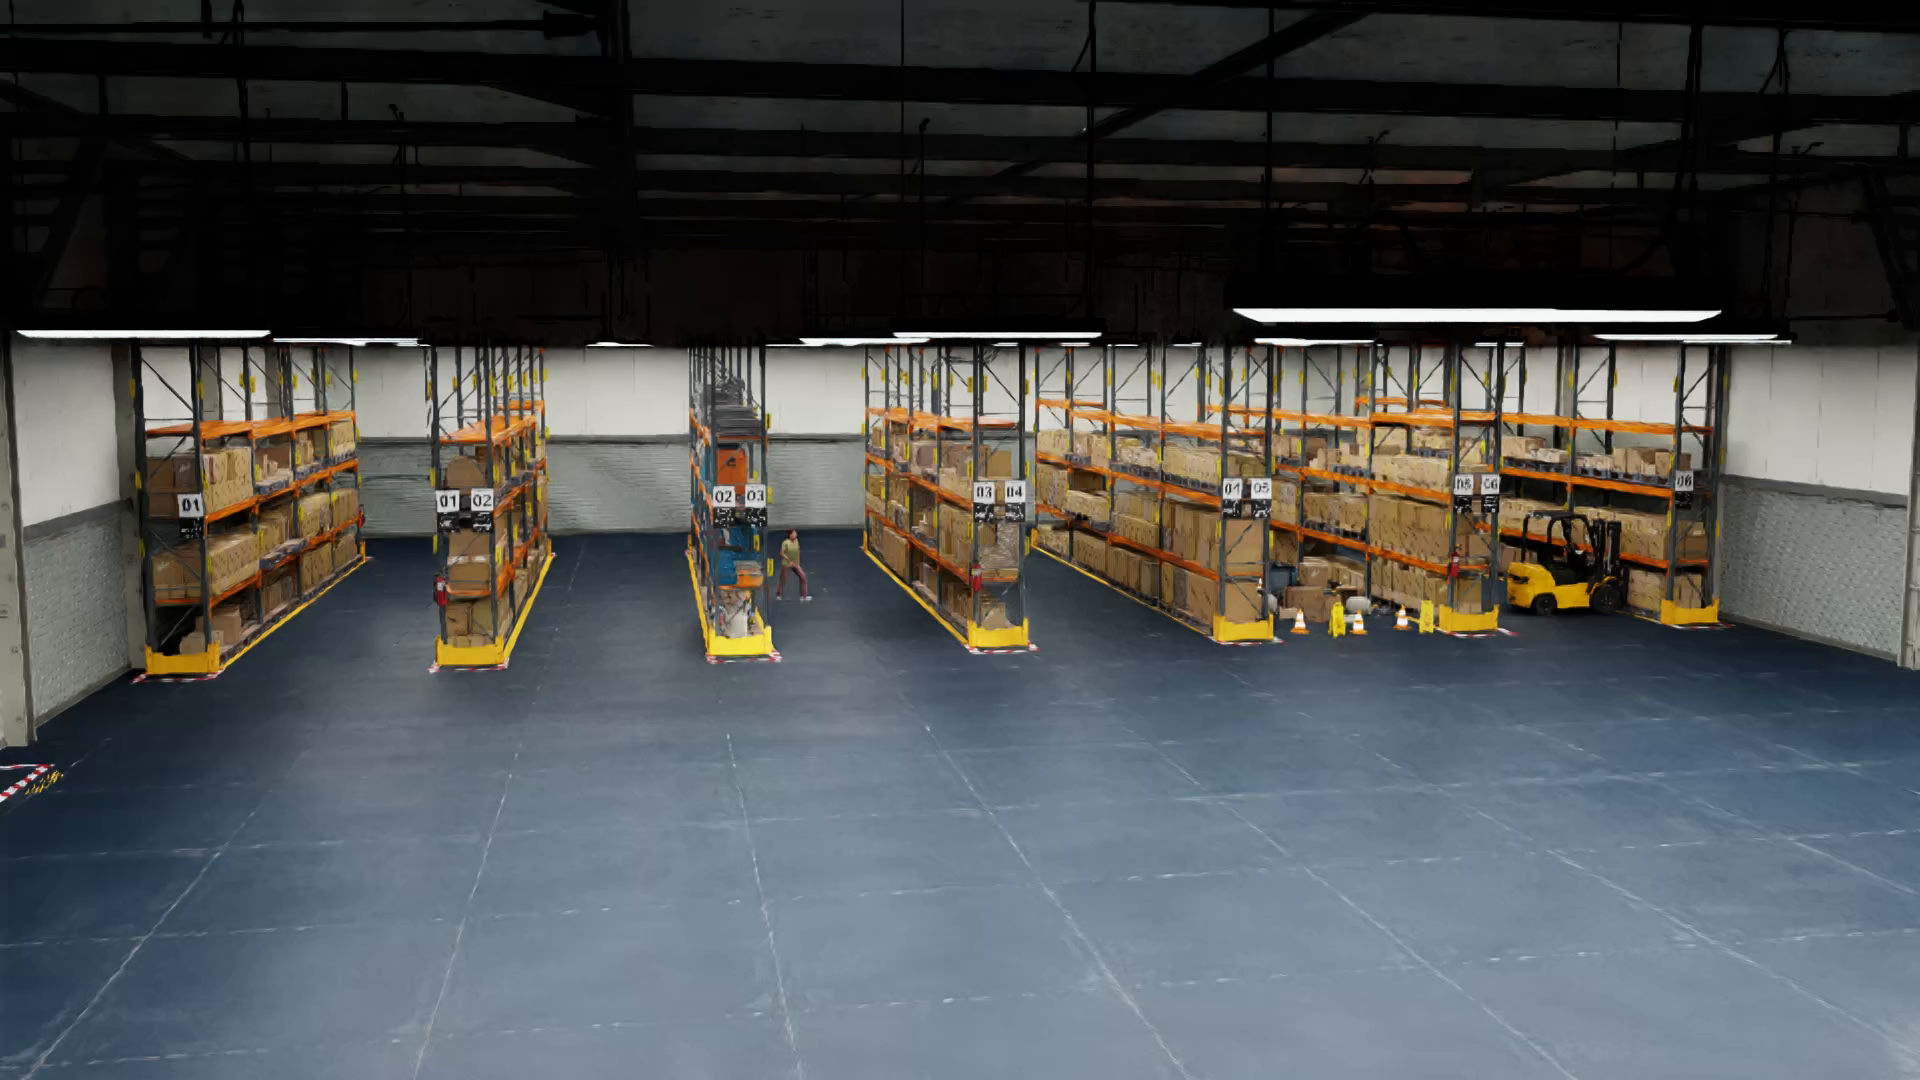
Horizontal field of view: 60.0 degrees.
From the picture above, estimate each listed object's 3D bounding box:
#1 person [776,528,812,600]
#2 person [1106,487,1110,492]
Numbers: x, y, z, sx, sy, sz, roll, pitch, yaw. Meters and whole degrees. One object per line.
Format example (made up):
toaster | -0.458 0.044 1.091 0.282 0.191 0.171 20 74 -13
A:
person | -3.667 0.518 36.091 0.615 1.594 0.802 -4 8 -32
person | 4.508 -0.898 50.486 0.436 1.667 0.619 -6 9 -40
